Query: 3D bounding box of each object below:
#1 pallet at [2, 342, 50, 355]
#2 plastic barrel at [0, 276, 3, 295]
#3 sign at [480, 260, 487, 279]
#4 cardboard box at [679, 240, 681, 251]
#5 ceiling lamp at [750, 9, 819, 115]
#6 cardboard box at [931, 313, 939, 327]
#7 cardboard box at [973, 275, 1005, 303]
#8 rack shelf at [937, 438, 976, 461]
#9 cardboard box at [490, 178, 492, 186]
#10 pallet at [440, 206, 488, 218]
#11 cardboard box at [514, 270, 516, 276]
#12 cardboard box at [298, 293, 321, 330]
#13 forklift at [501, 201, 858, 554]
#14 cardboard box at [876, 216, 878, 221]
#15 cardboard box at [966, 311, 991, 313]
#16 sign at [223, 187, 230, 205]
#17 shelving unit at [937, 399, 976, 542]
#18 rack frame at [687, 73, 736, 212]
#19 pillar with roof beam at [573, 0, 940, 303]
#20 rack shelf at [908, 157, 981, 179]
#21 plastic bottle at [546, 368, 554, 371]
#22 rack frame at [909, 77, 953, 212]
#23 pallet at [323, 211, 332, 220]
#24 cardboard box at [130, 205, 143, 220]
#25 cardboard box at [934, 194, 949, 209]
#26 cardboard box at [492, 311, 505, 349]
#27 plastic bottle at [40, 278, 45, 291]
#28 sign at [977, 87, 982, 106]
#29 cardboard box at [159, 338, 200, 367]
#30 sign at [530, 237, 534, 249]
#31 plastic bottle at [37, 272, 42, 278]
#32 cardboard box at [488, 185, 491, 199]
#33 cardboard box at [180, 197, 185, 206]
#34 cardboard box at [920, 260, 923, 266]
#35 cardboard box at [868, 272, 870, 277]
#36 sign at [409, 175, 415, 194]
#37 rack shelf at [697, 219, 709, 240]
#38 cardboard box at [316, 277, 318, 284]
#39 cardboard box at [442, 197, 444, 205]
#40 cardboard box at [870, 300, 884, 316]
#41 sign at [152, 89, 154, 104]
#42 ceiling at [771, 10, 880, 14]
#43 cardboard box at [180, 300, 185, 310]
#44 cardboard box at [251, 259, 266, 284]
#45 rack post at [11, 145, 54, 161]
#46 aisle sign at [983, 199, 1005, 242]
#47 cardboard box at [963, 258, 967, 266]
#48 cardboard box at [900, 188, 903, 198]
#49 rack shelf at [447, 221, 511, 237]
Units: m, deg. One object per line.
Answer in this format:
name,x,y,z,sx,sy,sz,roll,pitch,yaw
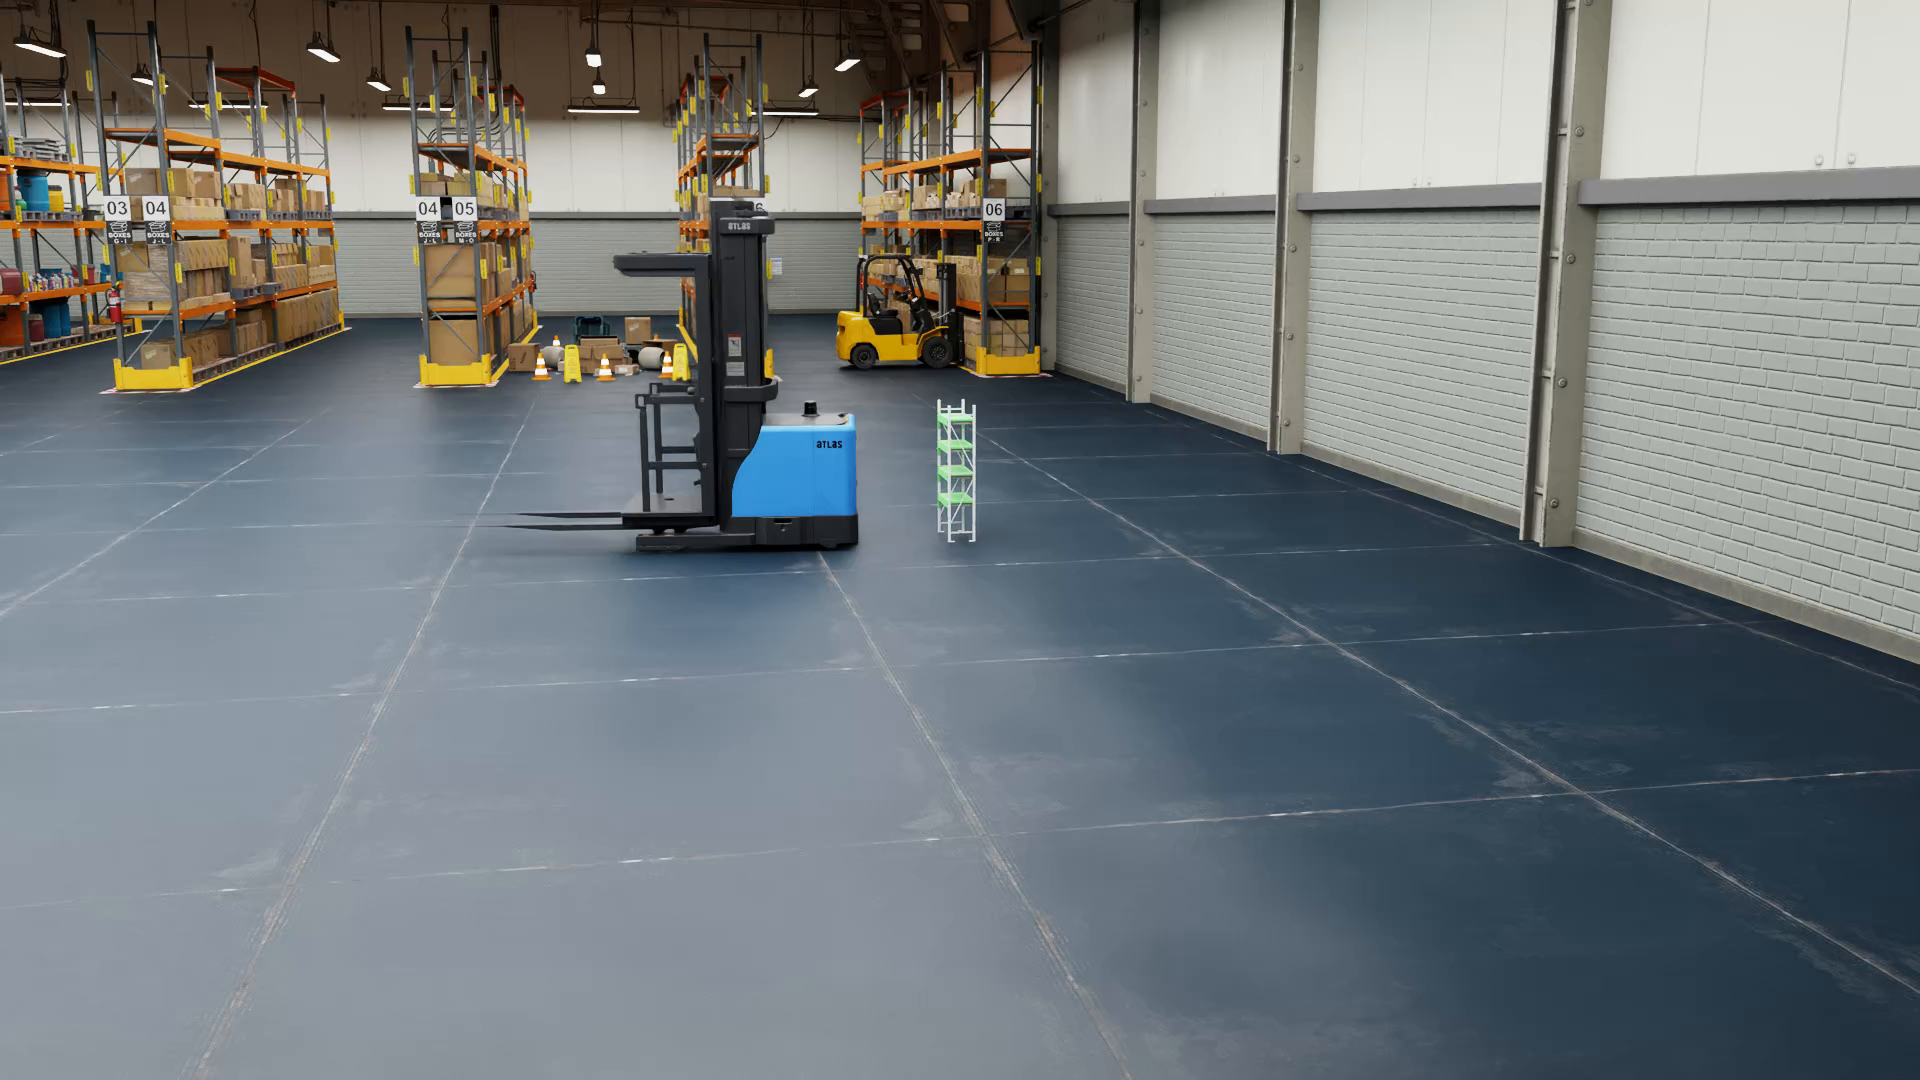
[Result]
pallet,-20.299,-4.113,35.739,1.003,0.211,1.213,-2,11,-11
plastic barrel,-19.696,-5.213,33.766,0.421,0.512,0.421,0,11,0
sign,-8.260,-4.697,28.827,0.100,0.325,0.005,-2,11,-11
cardboard box,-7.268,-7.789,44.656,0.500,0.500,0.500,-2,11,-12
ceiling lamp,-5.019,-13.750,47.259,2.000,3.185,0.800,-2,11,-11
cardboard box,-0.136,-4.605,36.097,0.875,0.625,0.625,-2,11,-12
cardboard box,0.545,-4.724,31.224,0.500,0.500,0.500,-2,11,-12
rack shelf,-0.032,-0.793,14.711,0.258,0.148,0.480,-2,11,-11
cardboard box,-9.151,-6.843,31.754,0.380,0.149,0.250,-2,11,-11
pallet,-9.201,-6.004,30.433,1.003,0.211,1.213,-2,11,-11
cardboard box,-10.771,-6.339,39.527,0.380,0.149,0.250,-2,11,-11
cardboard box,-16.075,-5.540,40.338,0.875,0.875,0.875,-2,11,-11
forklift,-2.412,-1.422,14.330,3.031,2.935,1.130,-1,11,-4
cardboard box,-2.005,-8.436,43.645,0.380,0.149,0.250,-2,11,-10
cardboard box,0.406,-4.591,34.351,0.500,0.250,0.500,-2,11,-10
sign,-13.938,-6.535,31.601,0.100,0.325,0.005,-2,11,-11
shelving unit,-0.032,-0.620,14.744,0.258,1.200,0.503,-2,11,-11
rack frame,-5.526,-8.827,37.006,1.000,3.000,0.127,-2,11,-11
pillar with roof beam,-4.910,-9.746,41.833,9.100,9.000,0.548,-2,11,-11
rack shelf,-0.269,-8.091,36.135,1.077,0.370,4.000,-2,11,-11
plastic bottle,-7.838,-3.226,31.481,0.283,0.061,0.133,-6,13,-31
rack frame,-0.658,-9.008,37.958,1.000,3.000,0.127,-2,11,-11
pallet,-16.648,-8.281,42.397,1.003,0.211,1.213,-2,11,-11
cardboard box,-14.034,-5.531,28.114,0.500,0.250,0.500,-2,11,-10
cardboard box,-0.260,-7.137,34.994,0.500,0.311,0.500,-2,11,-13
cardboard box,-9.977,-4.336,34.351,1.050,0.750,0.750,-2,11,-11
plastic bottle,-20.052,-5.587,36.339,0.061,0.283,0.133,-2,11,-11
sign,0.363,-8.022,30.064,0.100,0.325,0.005,-2,11,-11
cardboard box,-14.049,-3.370,29.940,0.500,0.500,0.500,-1,11,-6
sign,-11.370,-7.889,44.181,0.100,0.325,0.005,-2,11,-11
plastic bottle,-21.125,-5.965,38.146,0.144,0.351,0.185,-2,11,-11
cardboard box,-9.138,-6.575,31.414,0.500,0.250,0.500,-2,11,-11
cardboard box,-13.626,-5.852,28.734,0.380,0.149,0.250,-2,11,-9
cardboard box,-0.693,-6.217,37.336,0.380,0.149,0.250,-2,11,-10
cardboard box,-2.324,-7.290,45.646,0.380,0.149,0.250,-2,11,-10
sign,-9.341,-6.067,28.368,0.100,0.325,0.005,-2,11,-11
rack shelf,-4.359,-5.900,31.572,1.077,0.370,4.000,-2,11,-11
cardboard box,-15.912,-6.341,40.660,0.380,0.149,0.250,-2,11,-13
cardboard box,-9.302,-5.962,29.255,0.380,0.149,0.250,-2,11,-10
cardboard box,-2.060,-6.233,44.983,0.700,0.500,0.500,-2,11,-9
sign,-15.012,-8.248,31.044,0.100,0.325,0.005,-2,11,-11
ceiling,-2.163,-15.412,47.535,6.000,0.001,6.000,-2,11,-11
cardboard box,-13.542,-4.036,28.553,0.380,0.149,0.250,-2,11,-11
cardboard box,-14.896,-5.579,34.593,0.700,0.500,0.500,0,11,-3
rack post,-20.365,-8.408,36.141,0.937,0.300,0.954,-1,11,-5
aisle sign,0.623,-5.848,30.447,0.394,0.787,0.004,-2,11,-11
cardboard box,0.275,-5.396,32.228,0.380,0.149,0.250,-2,11,-10
cardboard box,-1.309,-8.696,41.719,0.396,0.266,0.258,-2,11,-12
rack shelf,-9.973,-6.435,34.383,1.077,0.370,4.000,-2,11,-11
